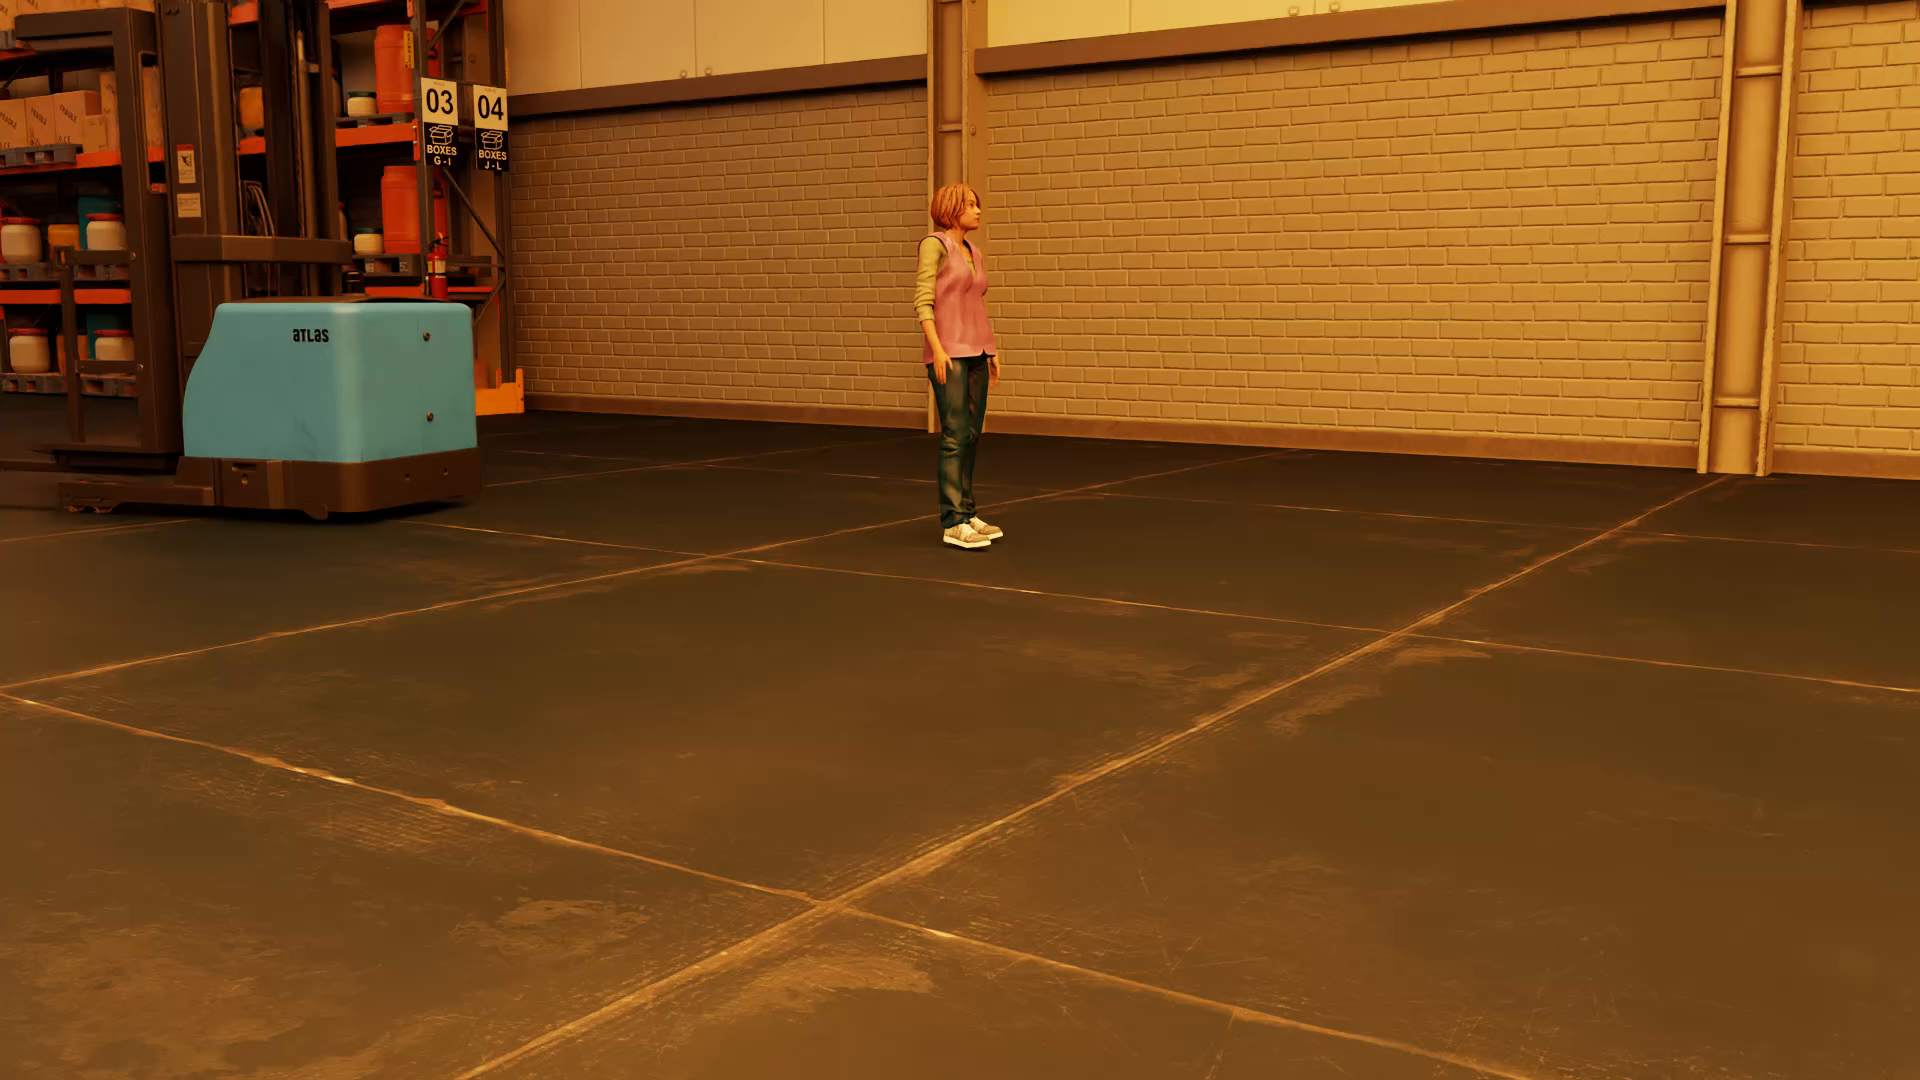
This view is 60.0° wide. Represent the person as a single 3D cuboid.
[{"bbox_3d":[0.053,-0.791,7.438,0.476,1.597,0.520,5,10,34],"label":"person"}]

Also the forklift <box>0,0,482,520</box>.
[{"bbox_3d":[-4.134,-1.651,8.802,3.031,2.935,1.130,3,9,20],"label":"forklift"}]
